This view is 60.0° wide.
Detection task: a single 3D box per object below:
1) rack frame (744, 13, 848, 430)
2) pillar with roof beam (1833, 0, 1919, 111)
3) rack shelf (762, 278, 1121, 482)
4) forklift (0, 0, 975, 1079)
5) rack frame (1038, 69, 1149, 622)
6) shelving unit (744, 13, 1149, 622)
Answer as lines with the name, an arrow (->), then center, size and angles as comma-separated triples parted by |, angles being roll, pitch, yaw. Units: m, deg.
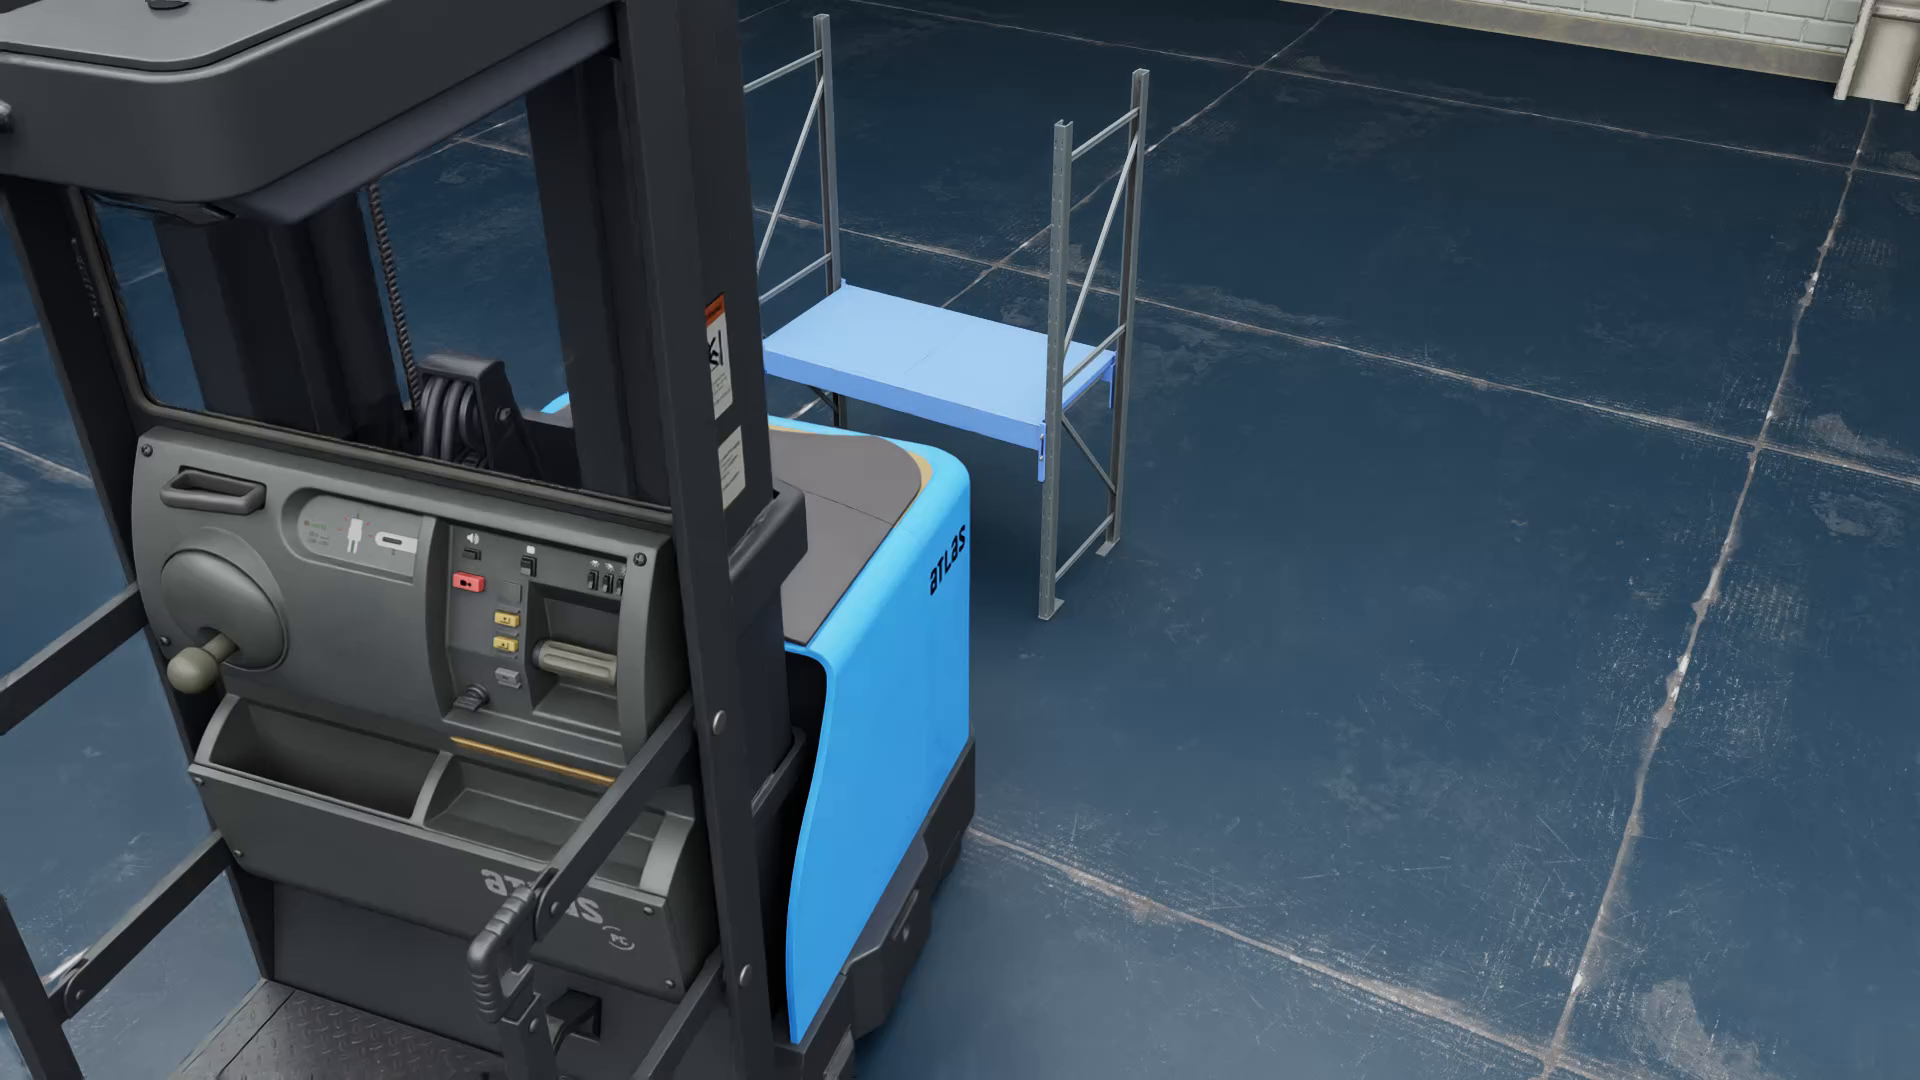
rack frame -> -0.515, -0.788, 5.079 | 0.032, 1.500, 0.500 | 18, 37, 24
pillar with roof beam -> 2.697, -4.013, 3.157 | 0.400, 9.000, 9.100 | 18, 37, 24
rack shelf -> -0.074, -0.498, 4.969 | 1.000, 0.185, 0.538 | 18, 37, 24
forklift -> -0.950, 0.155, 2.373 | 1.130, 2.935, 3.031 | 12, 35, 17
rack frame -> 0.367, -0.508, 4.660 | 0.032, 1.500, 0.500 | 18, 37, 24
shelving unit -> -0.074, -0.648, 4.870 | 1.048, 1.500, 0.538 | 18, 37, 24
